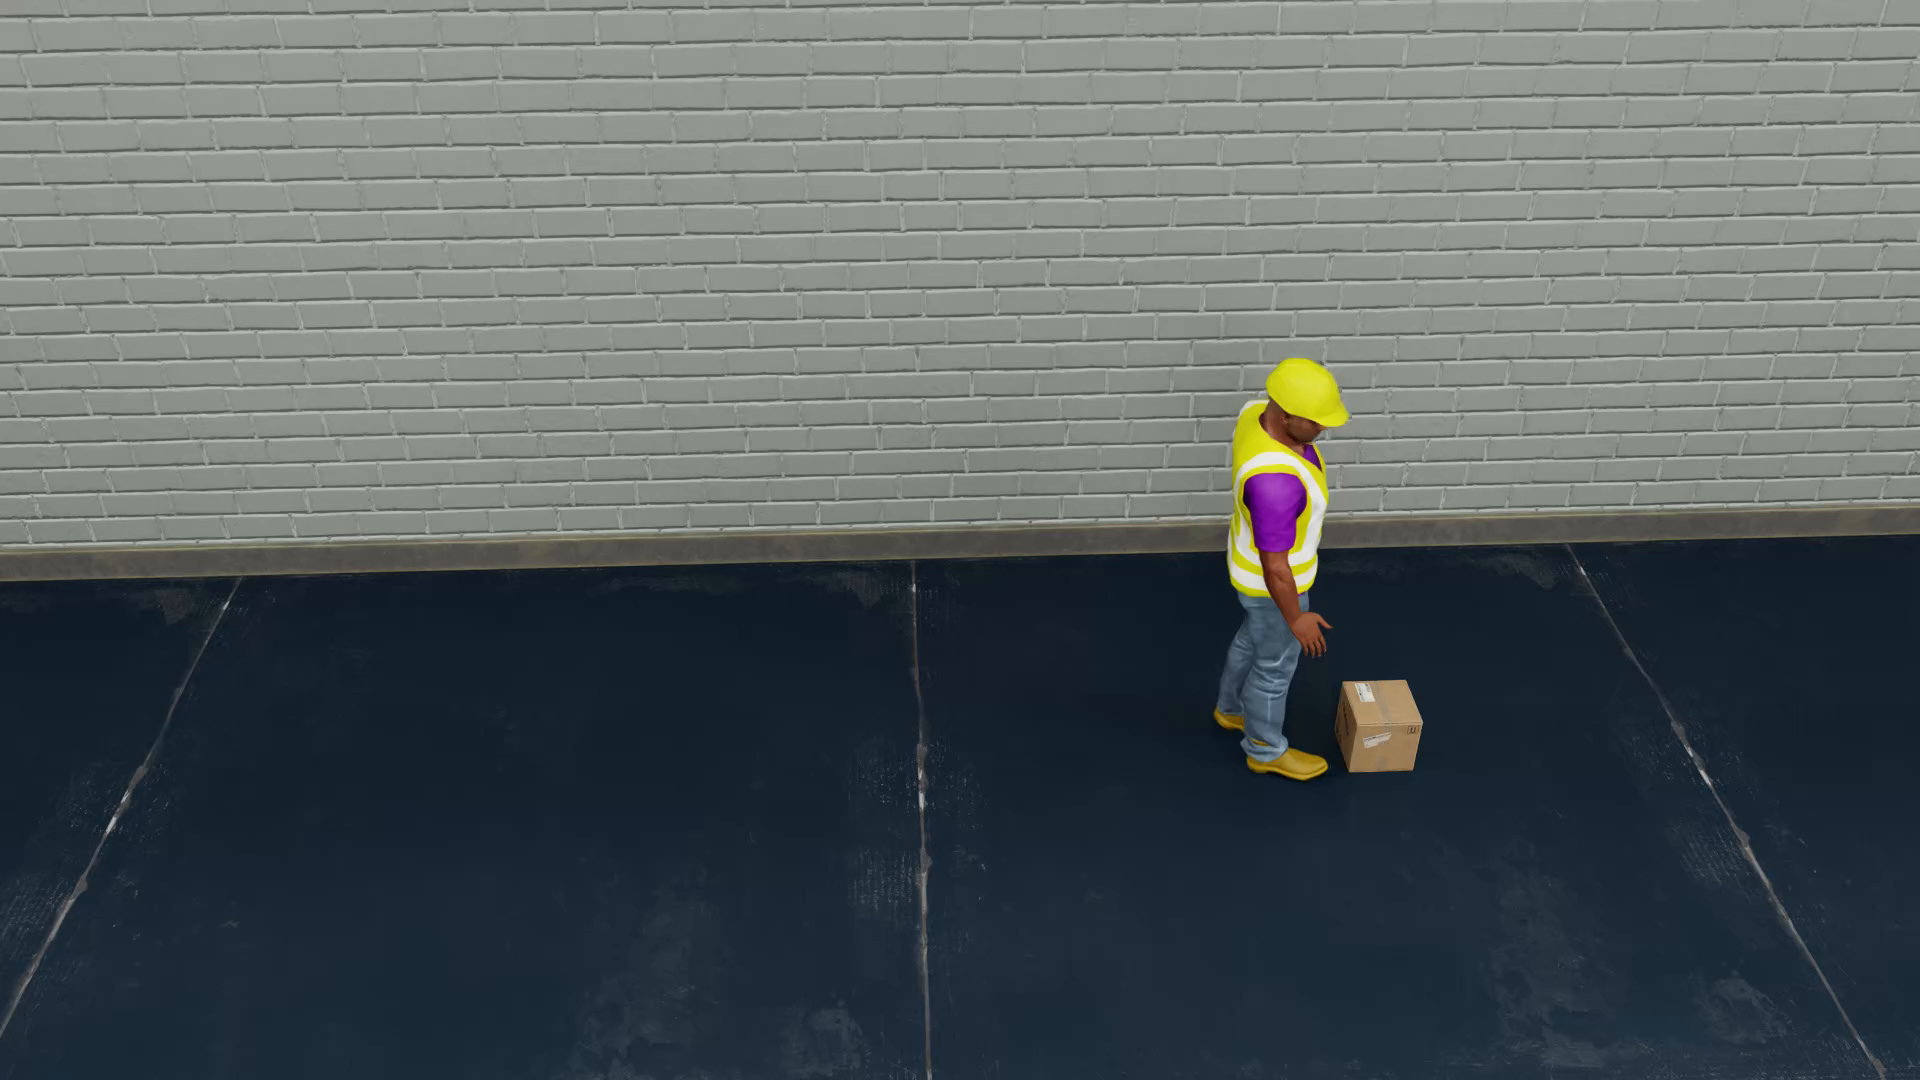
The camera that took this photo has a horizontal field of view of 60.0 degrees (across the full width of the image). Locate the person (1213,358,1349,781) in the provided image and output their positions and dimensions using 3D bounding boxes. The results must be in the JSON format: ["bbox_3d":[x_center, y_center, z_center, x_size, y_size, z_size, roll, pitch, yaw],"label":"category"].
[{"bbox_3d":[1.173,0.145,5.962,0.482,1.841,0.658,3,35,5],"label":"person"}]
